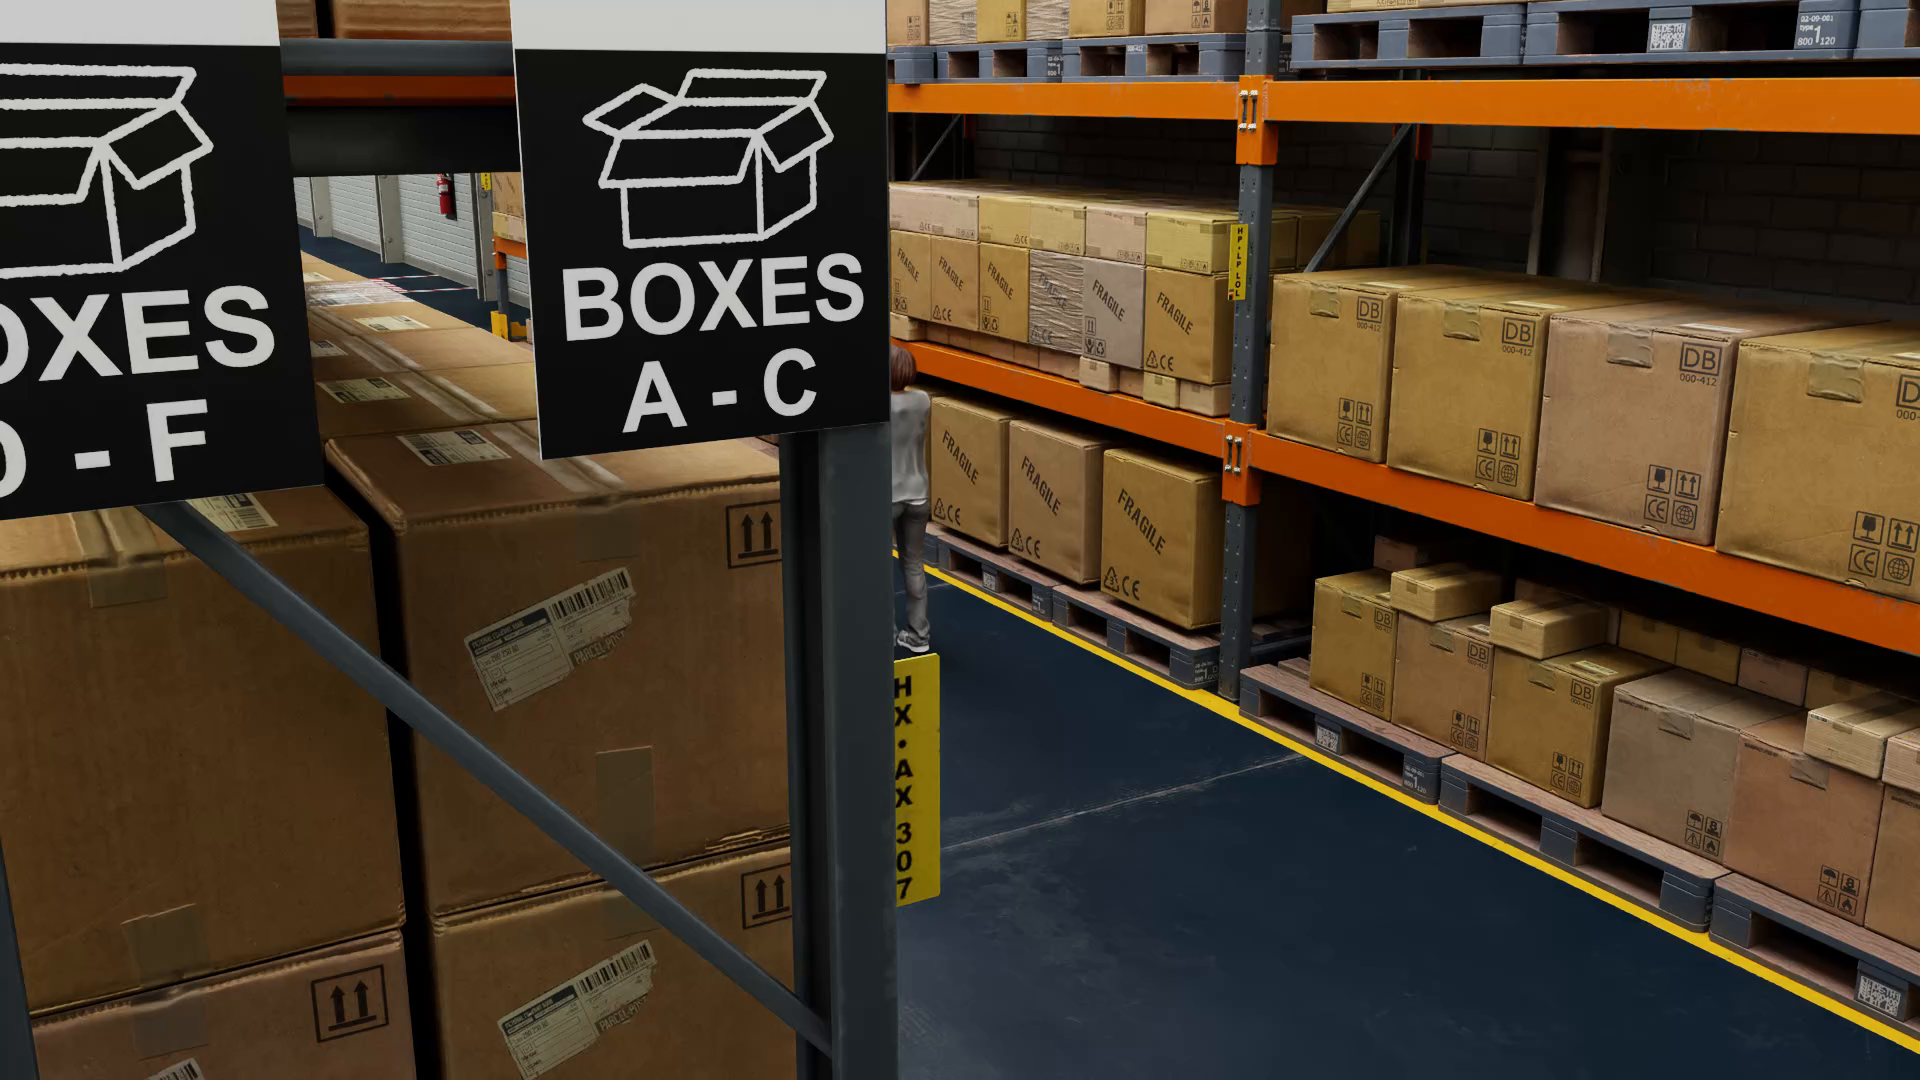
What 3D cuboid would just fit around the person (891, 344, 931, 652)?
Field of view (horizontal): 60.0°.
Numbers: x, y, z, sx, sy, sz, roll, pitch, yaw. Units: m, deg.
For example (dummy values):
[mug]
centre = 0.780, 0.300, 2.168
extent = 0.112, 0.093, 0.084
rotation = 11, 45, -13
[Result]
[person]
centre = -0.366, -0.209, 8.319
extent = 0.408, 1.589, 0.490
rotation = -8, 17, -29
